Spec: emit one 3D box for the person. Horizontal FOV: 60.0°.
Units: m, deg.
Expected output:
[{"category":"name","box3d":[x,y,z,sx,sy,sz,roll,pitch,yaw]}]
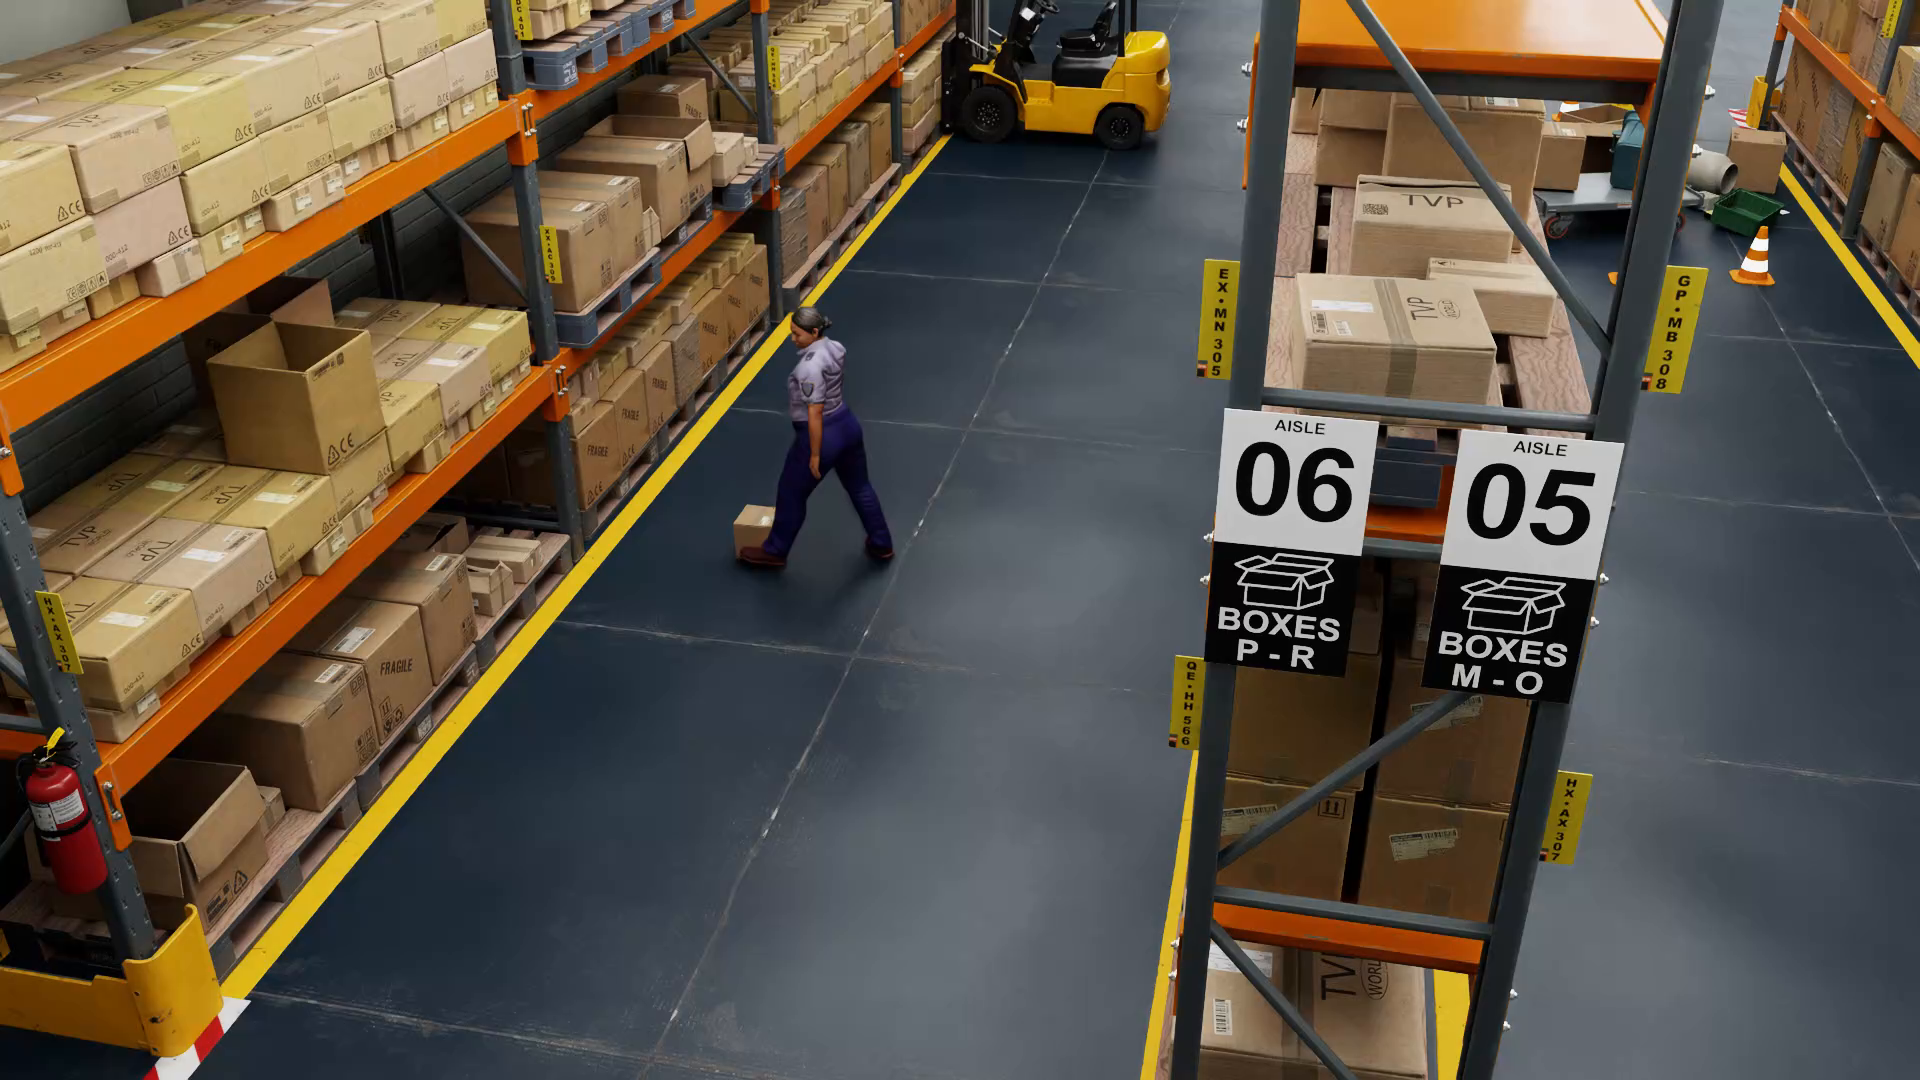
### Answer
[{"category":"person","box3d":[-0.839,-0.606,9.712,0.810,1.611,0.657,16,33,26]}]
